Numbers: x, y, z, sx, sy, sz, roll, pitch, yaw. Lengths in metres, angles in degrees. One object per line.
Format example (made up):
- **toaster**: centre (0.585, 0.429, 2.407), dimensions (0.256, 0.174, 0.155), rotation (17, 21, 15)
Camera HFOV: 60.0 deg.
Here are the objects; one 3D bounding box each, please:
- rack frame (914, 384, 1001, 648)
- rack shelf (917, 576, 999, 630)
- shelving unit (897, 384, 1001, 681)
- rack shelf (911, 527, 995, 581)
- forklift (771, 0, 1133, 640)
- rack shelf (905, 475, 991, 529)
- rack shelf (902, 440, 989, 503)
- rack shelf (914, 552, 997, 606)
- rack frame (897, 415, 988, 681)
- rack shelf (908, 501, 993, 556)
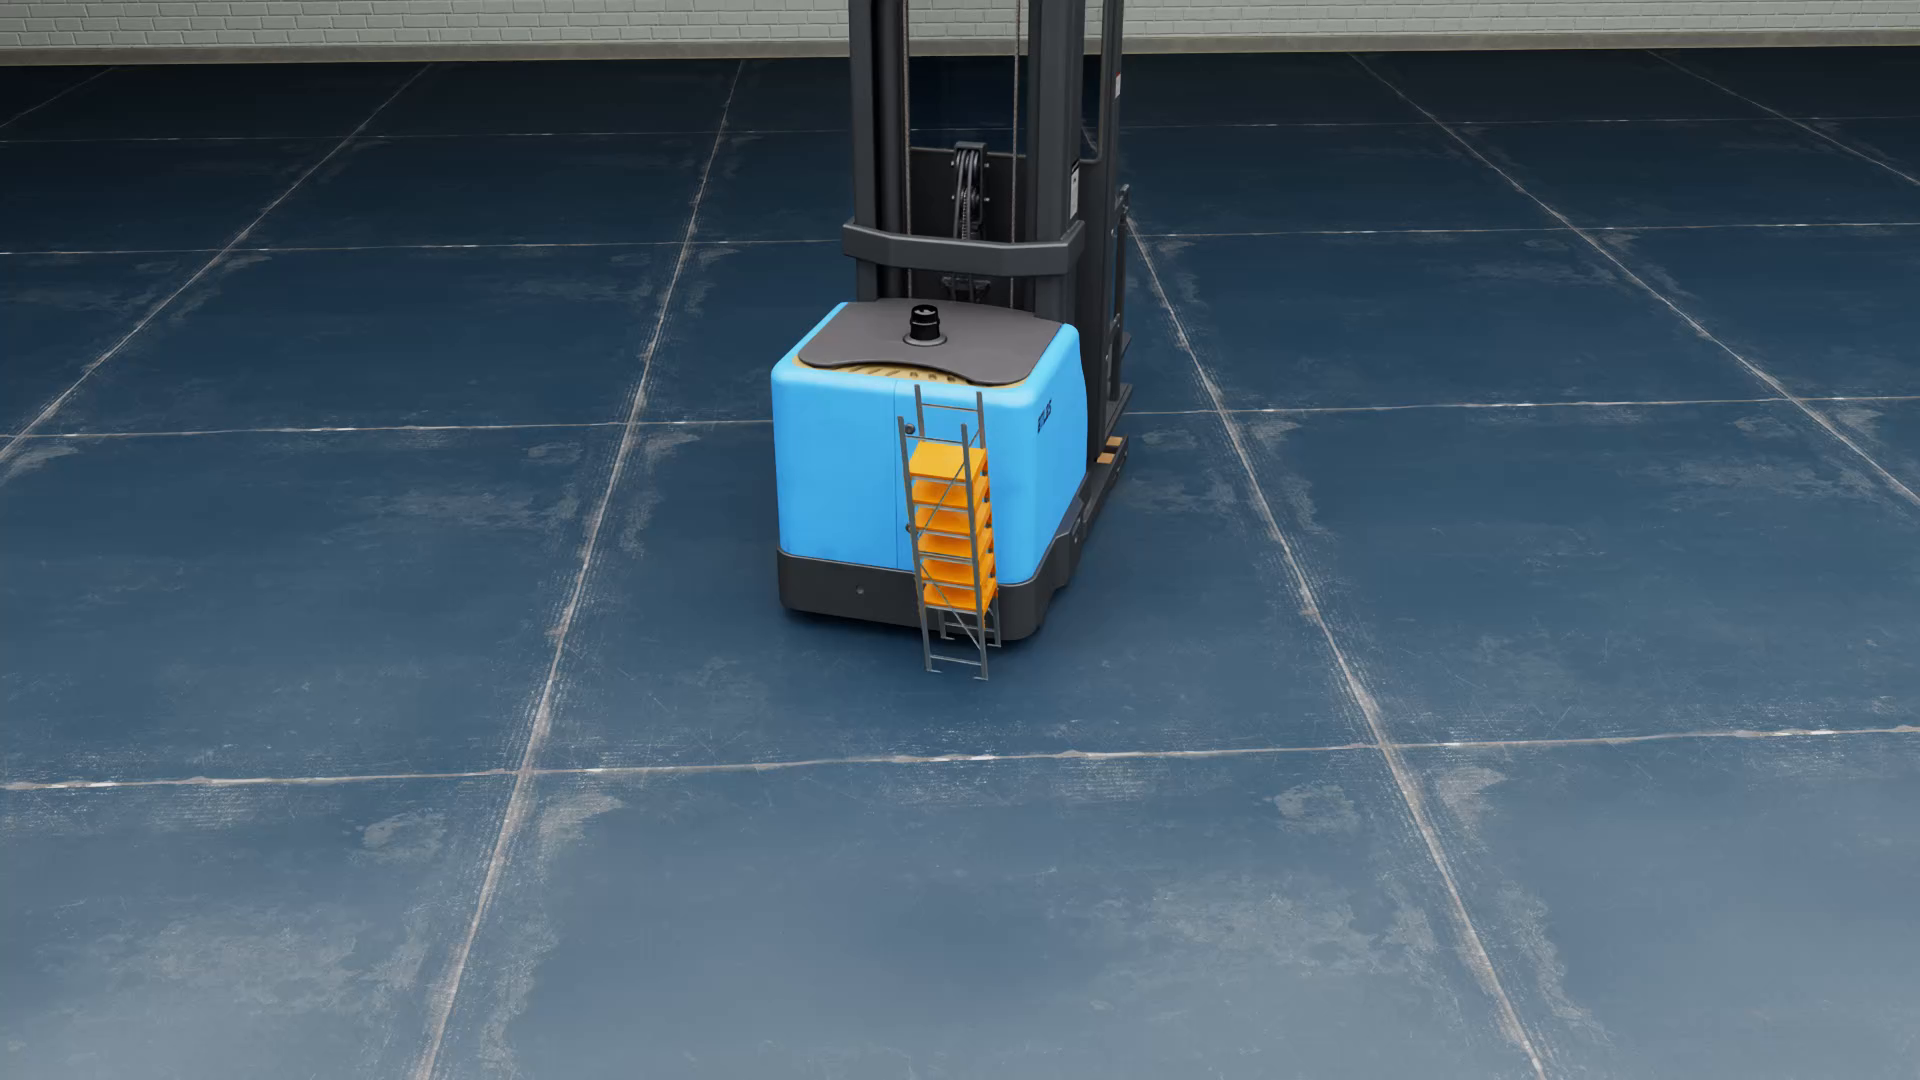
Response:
- **rack frame**: centre (0.000, -0.060, 6.006), dimensions (0.240, 1.200, 0.006), rotation (8, 42, 15)
- **rack shelf**: centre (-0.006, 0.214, 6.126), dimensions (0.258, 0.103, 0.180), rotation (8, 42, 15)
- **shelving unit**: centre (-0.026, -0.001, 5.941), dimensions (0.258, 1.200, 0.189), rotation (8, 42, 15)
- **rack shelf**: centre (-0.023, 0.033, 5.970), dimensions (0.258, 0.103, 0.180), rotation (8, 42, 15)
- **forklift**: centre (0.172, -1.579, 7.108), dimensions (1.130, 2.935, 3.031), rotation (7, 28, 14)
- **rack shelf**: centre (-0.039, -0.149, 5.814), dimensions (0.258, 0.103, 0.180), rotation (8, 42, 15)
- **rack shelf**: centre (-0.047, -0.240, 5.736), dimensions (0.258, 0.103, 0.180), rotation (8, 42, 15)
- **rack shelf**: centre (-0.014, 0.123, 6.048), dimensions (0.258, 0.103, 0.180), rotation (8, 42, 15)
- **rack frame**: centre (-0.051, 0.057, 5.875), dimensions (0.240, 1.200, 0.006), rotation (8, 42, 15)
- **rack shelf**: centre (-0.031, -0.058, 5.892), dimensions (0.258, 0.103, 0.180), rotation (8, 42, 15)
